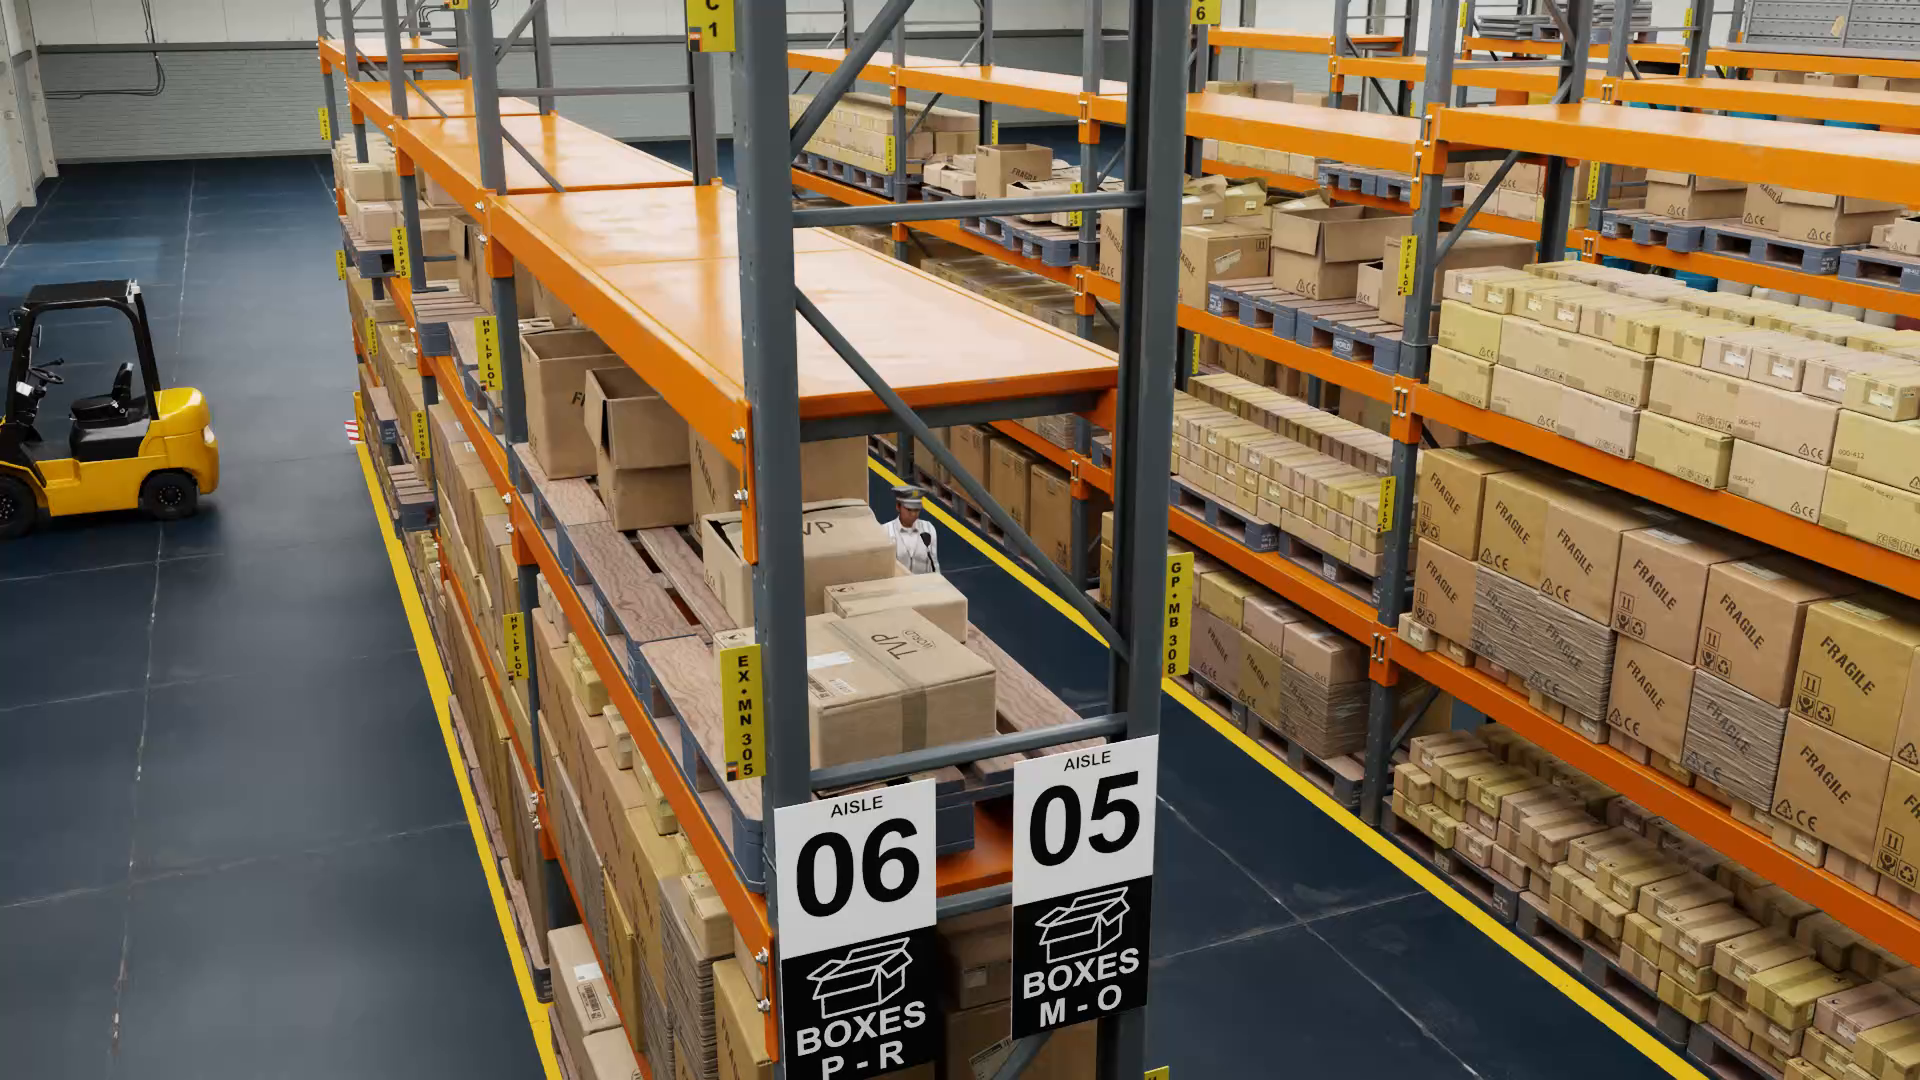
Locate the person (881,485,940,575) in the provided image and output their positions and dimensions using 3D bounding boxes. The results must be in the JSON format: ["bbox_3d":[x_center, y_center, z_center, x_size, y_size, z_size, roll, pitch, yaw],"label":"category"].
[{"bbox_3d":[-0.366,0.435,11.513,0.514,1.673,0.556,-4,19,-10],"label":"person"}]
